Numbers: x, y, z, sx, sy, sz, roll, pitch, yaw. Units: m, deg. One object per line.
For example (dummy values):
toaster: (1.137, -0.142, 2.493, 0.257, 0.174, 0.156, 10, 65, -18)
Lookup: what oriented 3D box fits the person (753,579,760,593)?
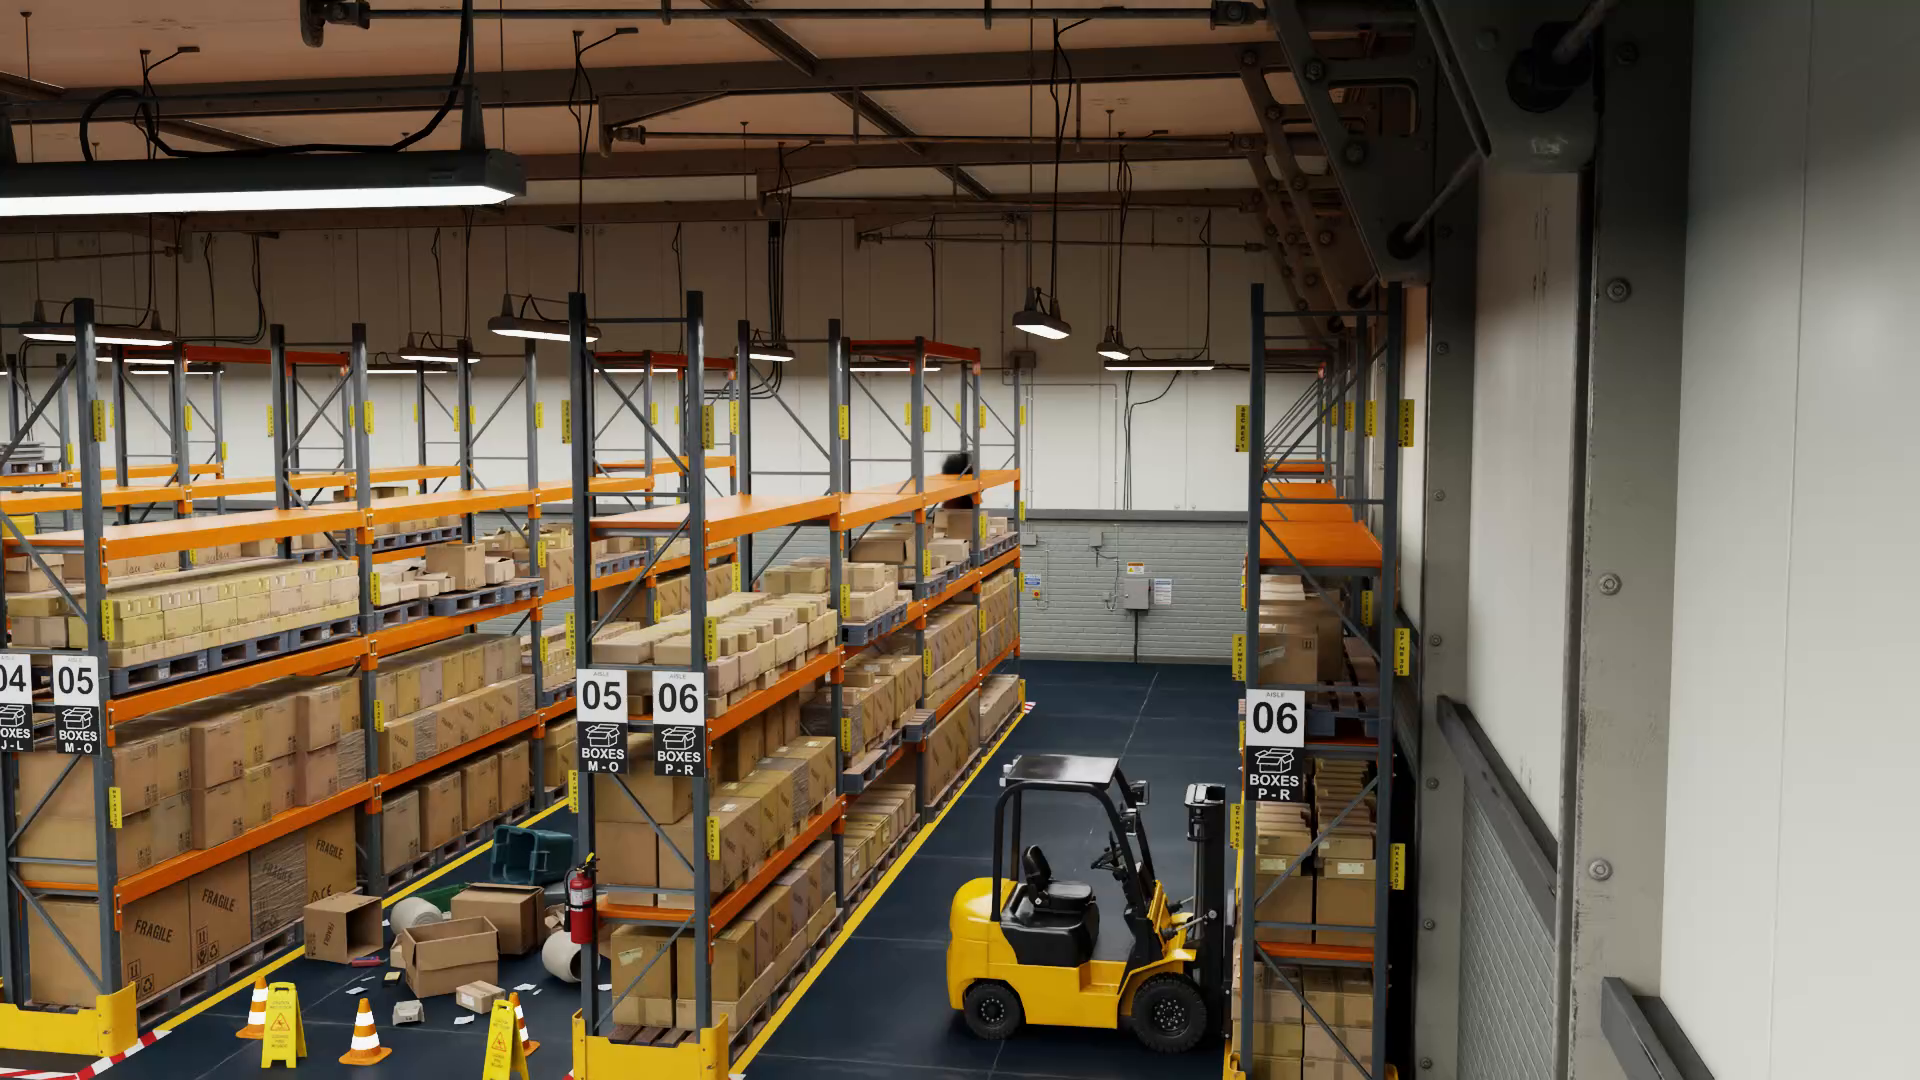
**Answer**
person: (-3.752, 1.590, 30.219, 0.907, 1.779, 0.662, 0, 5, -4)
